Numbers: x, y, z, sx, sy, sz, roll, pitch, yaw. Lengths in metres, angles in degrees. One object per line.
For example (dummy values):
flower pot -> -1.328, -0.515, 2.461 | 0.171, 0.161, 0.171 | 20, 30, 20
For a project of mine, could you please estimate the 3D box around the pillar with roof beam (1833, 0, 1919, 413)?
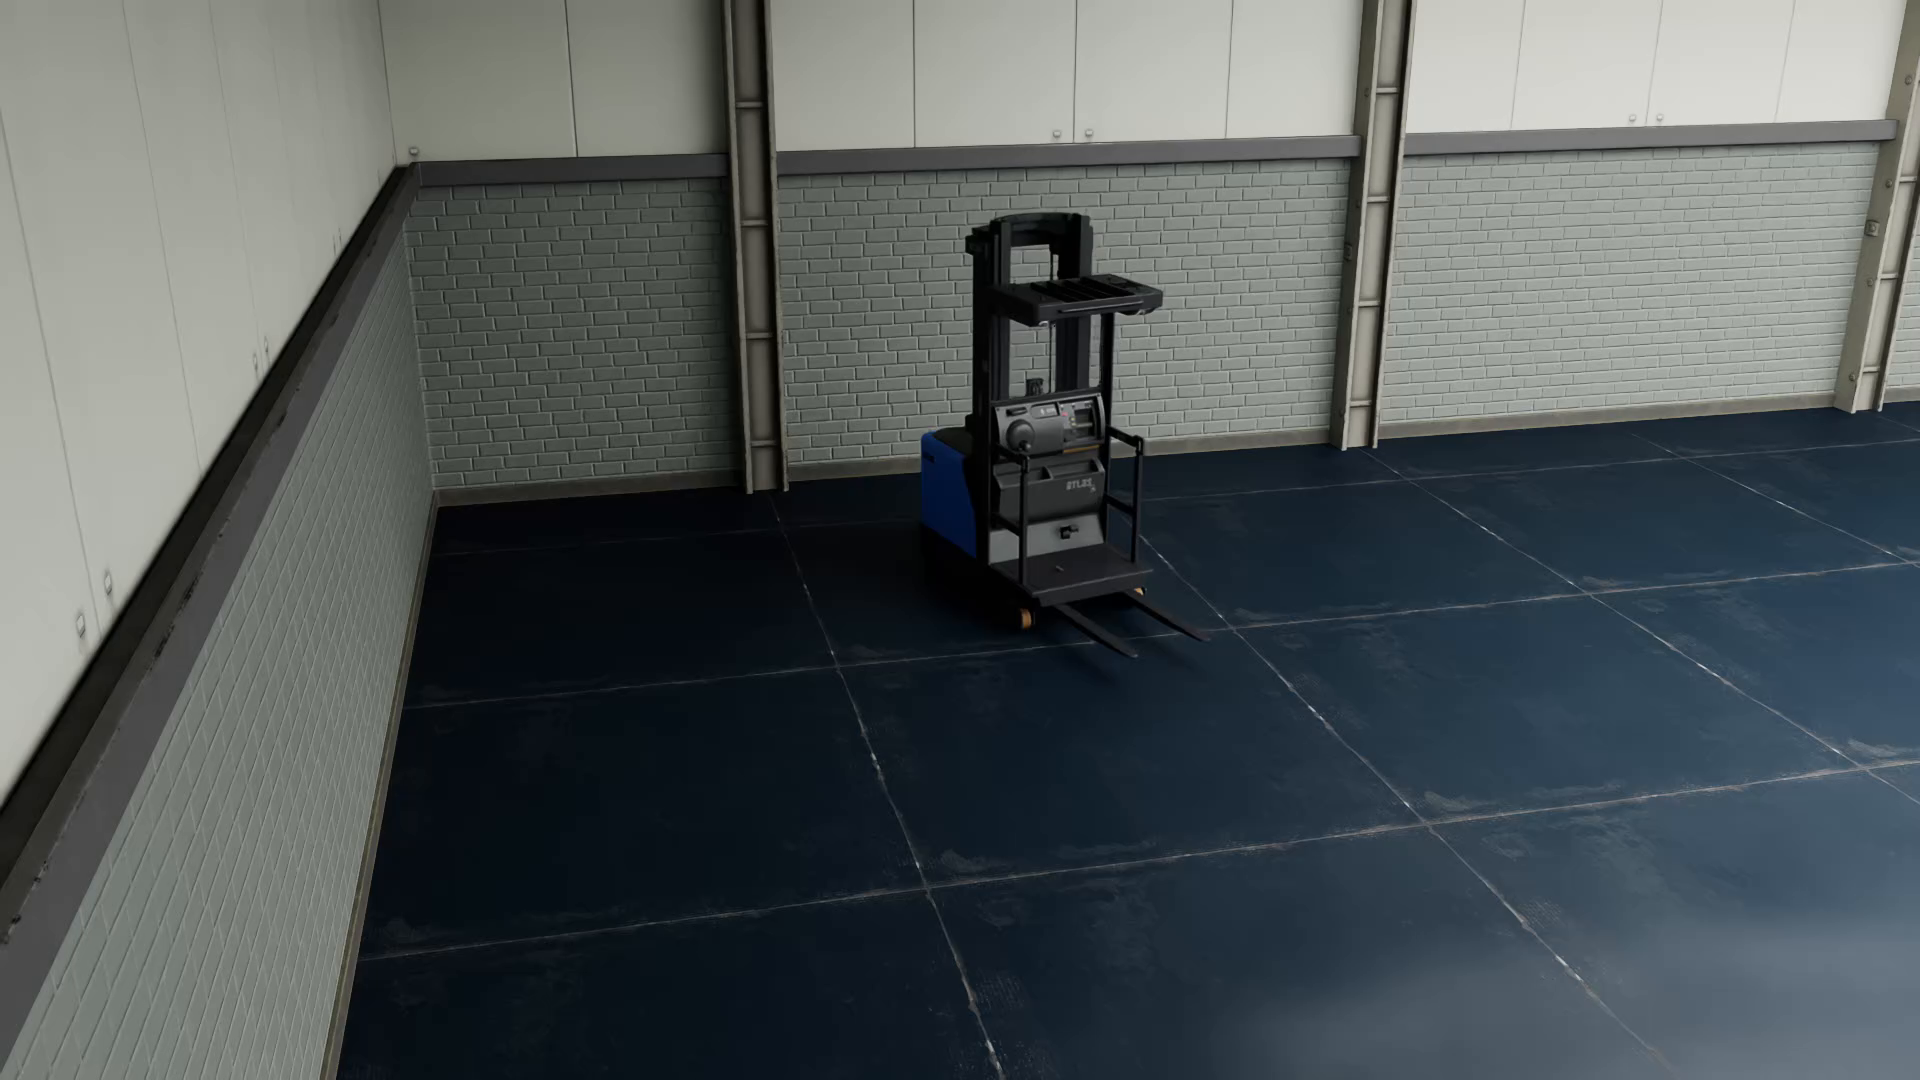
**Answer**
pillar with roof beam -> 10.837, -4.231, 12.783 | 0.400, 9.000, 9.100 | -5, 21, -12

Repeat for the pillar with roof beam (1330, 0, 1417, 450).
pillar with roof beam -> 4.998, -3.756, 11.486 | 0.400, 9.000, 9.100 | -5, 21, -12

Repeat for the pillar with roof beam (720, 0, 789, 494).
pillar with roof beam -> -0.841, -3.281, 10.190 | 0.400, 9.000, 9.100 | -5, 21, -12

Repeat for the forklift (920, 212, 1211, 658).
forklift -> 0.785, -0.875, 12.441 | 1.130, 2.935, 3.031 | -10, 22, -25
